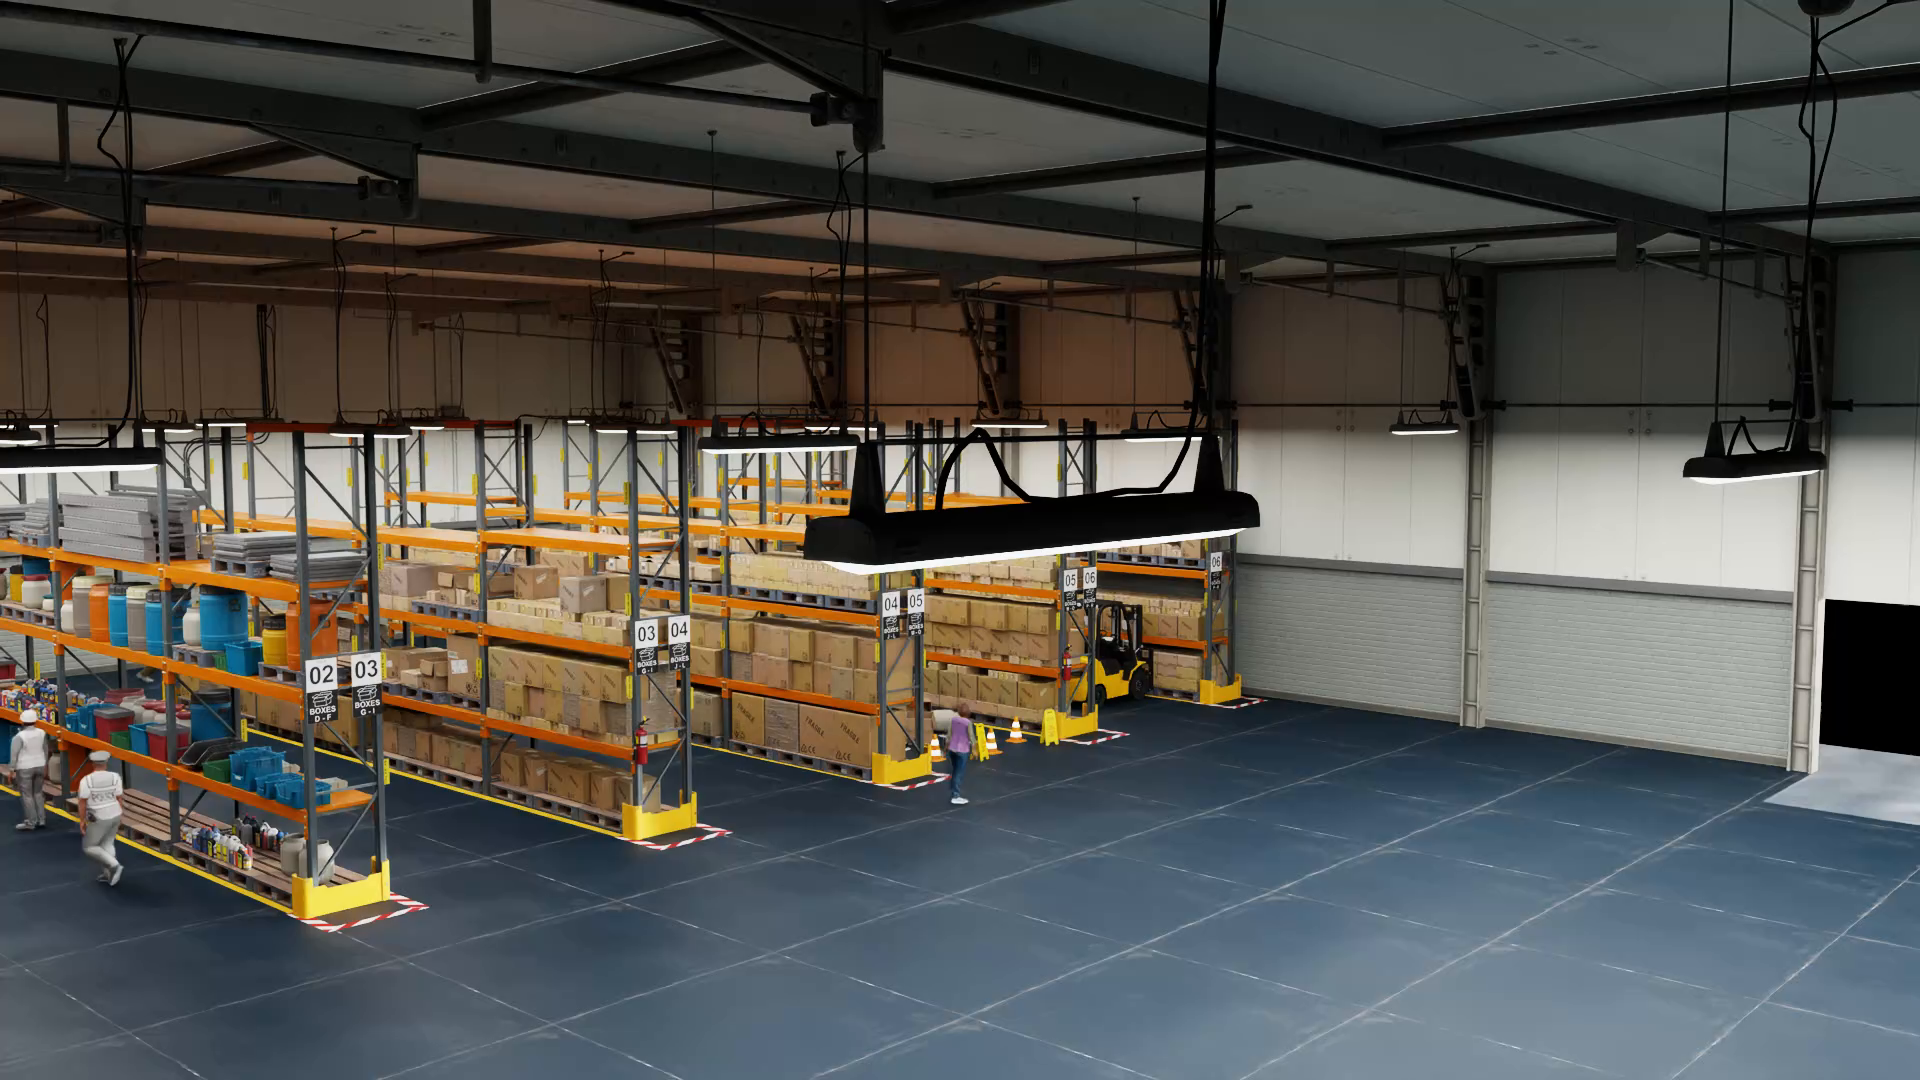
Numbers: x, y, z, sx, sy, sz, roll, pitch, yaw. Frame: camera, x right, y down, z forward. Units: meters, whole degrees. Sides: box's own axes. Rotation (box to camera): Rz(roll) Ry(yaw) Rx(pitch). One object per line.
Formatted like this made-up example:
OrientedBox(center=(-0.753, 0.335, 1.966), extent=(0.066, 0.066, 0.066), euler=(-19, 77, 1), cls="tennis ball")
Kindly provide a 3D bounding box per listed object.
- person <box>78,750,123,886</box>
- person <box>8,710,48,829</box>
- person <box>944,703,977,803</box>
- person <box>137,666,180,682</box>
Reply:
OrientedBox(center=(-11.247, 3.657, 21.817), extent=(0.576, 1.765, 0.520), euler=(1, 5, 6), cls="person")
OrientedBox(center=(-13.897, 3.427, 24.792), extent=(0.385, 1.808, 0.618), euler=(2, 5, 23), cls="person")
OrientedBox(center=(-0.007, 3.370, 26.550), extent=(0.557, 1.576, 0.657), euler=(4, 6, 42), cls="person")
OrientedBox(center=(-18.080, 2.376, 37.646), extent=(1.047, 1.737, 0.593), euler=(-2, 5, -21), cls="person")
